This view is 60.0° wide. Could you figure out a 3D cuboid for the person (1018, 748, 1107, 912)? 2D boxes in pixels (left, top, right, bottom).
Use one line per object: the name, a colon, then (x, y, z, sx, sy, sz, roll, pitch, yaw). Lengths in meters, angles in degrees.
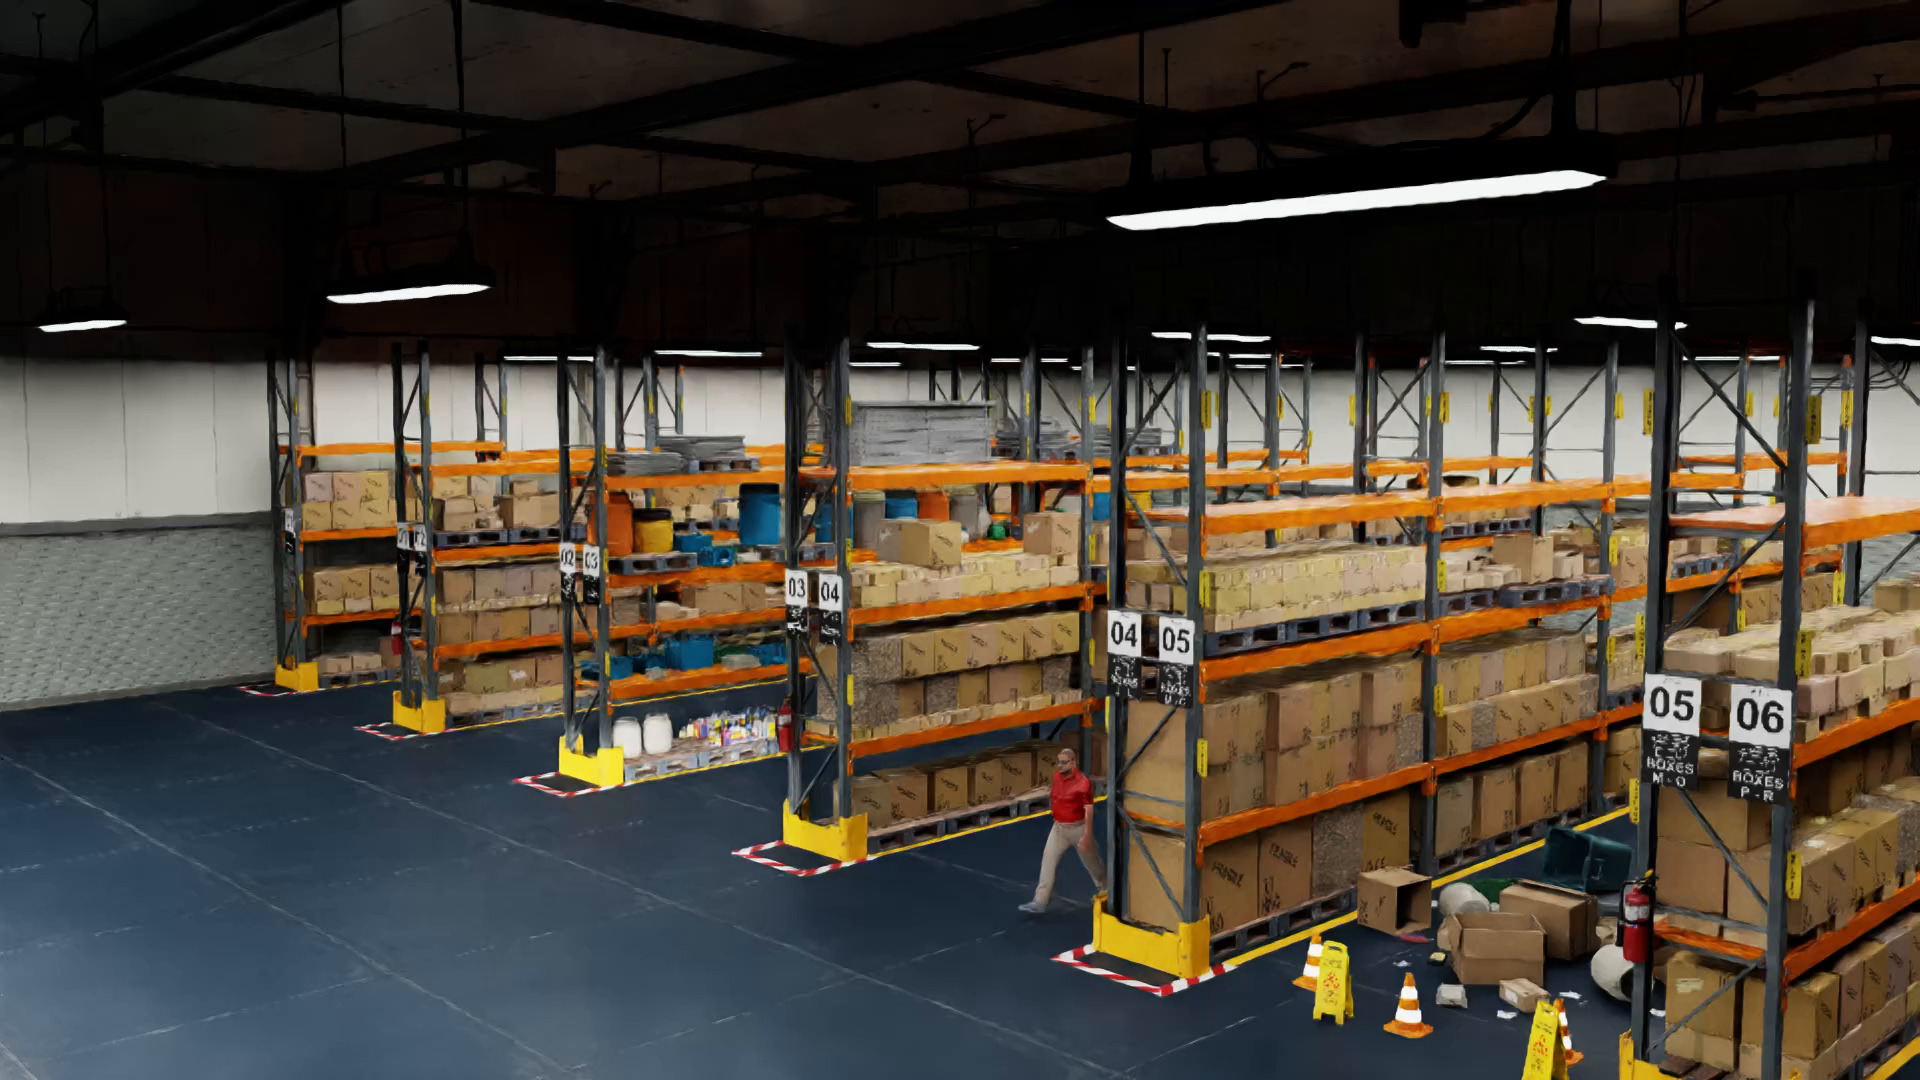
person: (1.144, 2.884, 16.682, 0.540, 1.646, 1.033, 5, 7, 44)
